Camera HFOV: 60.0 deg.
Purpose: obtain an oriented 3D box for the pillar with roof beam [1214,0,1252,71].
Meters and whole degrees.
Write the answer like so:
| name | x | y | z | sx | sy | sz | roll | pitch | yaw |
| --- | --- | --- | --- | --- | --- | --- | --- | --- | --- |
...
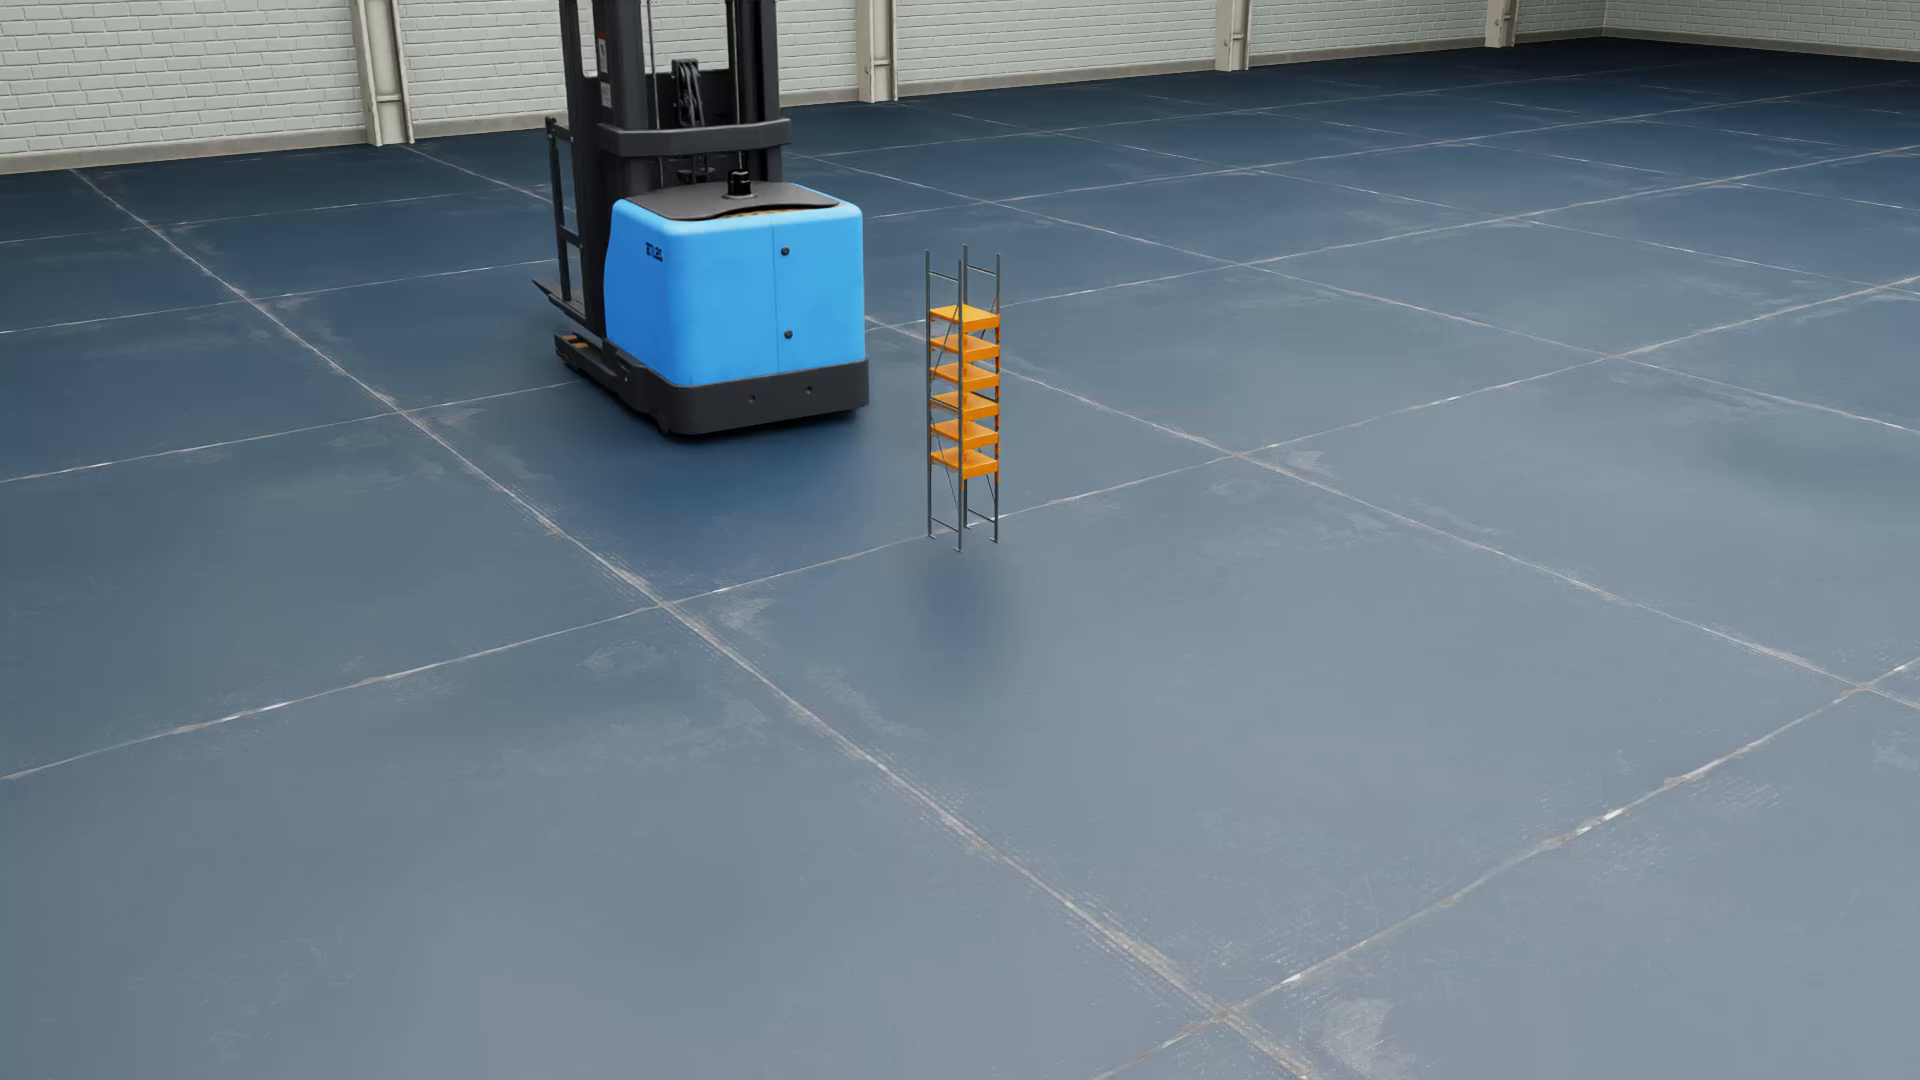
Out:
| name | x | y | z | sx | sy | sz | roll | pitch | yaw |
| --- | --- | --- | --- | --- | --- | --- | --- | --- | --- |
| pillar with roof beam | 6.374 | -9.589 | 18.785 | 0.400 | 9.000 | 9.100 | -15 | 26 | -33 |

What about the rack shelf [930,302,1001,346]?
| name | x | y | z | sx | sy | sz | roll | pitch | yaw |
| --- | --- | --- | --- | --- | --- | --- | --- | --- | --- |
| rack shelf | 0.012 | -0.853 | 6.565 | 0.180 | 0.103 | 0.258 | -15 | 26 | -33 |

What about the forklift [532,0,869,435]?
| name | x | y | z | sx | sy | sz | roll | pitch | yaw |
| --- | --- | --- | --- | --- | --- | --- | --- | --- | --- |
| forklift | -1.629 | -2.366 | 8.872 | 1.130 | 2.935 | 3.031 | -12 | 25 | -28 |

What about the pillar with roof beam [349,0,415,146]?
| name | x | y | z | sx | sy | sz | roll | pitch | yaw |
| --- | --- | --- | --- | --- | --- | --- | --- | --- | --- |
| pillar with roof beam | -3.367 | -6.992 | 12.276 | 0.400 | 9.000 | 9.100 | -15 | 26 | -33 |

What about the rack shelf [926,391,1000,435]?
| name | x | y | z | sx | sy | sz | roll | pitch | yaw |
| --- | --- | --- | --- | --- | --- | --- | --- | --- | --- |
| rack shelf | 0.012 | -0.519 | 6.698 | 0.180 | 0.103 | 0.258 | -15 | 26 | -33 |

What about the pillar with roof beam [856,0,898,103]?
| name | x | y | z | sx | sy | sz | roll | pitch | yaw |
| --- | --- | --- | --- | --- | --- | --- | --- | --- | --- |
| pillar with roof beam | 1.504 | -8.291 | 15.531 | 0.400 | 9.000 | 9.100 | -15 | 26 | -33 |

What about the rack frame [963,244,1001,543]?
| name | x | y | z | sx | sy | sz | roll | pitch | yaw |
| --- | --- | --- | --- | --- | --- | --- | --- | --- | --- |
| rack frame | 0.086 | -0.580 | 6.731 | 0.006 | 1.200 | 0.240 | -15 | 26 | -33 |

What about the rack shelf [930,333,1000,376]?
| name | x | y | z | sx | sy | sz | roll | pitch | yaw |
| --- | --- | --- | --- | --- | --- | --- | --- | --- | --- |
| rack shelf | 0.012 | -0.742 | 6.609 | 0.180 | 0.103 | 0.258 | -15 | 26 | -33 |

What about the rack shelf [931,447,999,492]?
| name | x | y | z | sx | sy | sz | roll | pitch | yaw |
| --- | --- | --- | --- | --- | --- | --- | --- | --- | --- |
| rack shelf | 0.012 | -0.296 | 6.787 | 0.180 | 0.103 | 0.258 | -15 | 26 | -33 |

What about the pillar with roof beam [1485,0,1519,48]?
| name | x | y | z | sx | sy | sz | roll | pitch | yaw |
| --- | --- | --- | --- | --- | --- | --- | --- | --- | --- |
| pillar with roof beam | 11.245 | -10.888 | 22.040 | 0.400 | 9.000 | 9.100 | -15 | 26 | -33 |

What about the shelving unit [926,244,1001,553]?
| name | x | y | z | sx | sy | sz | roll | pitch | yaw |
| --- | --- | --- | --- | --- | --- | --- | --- | --- | --- |
| shelving unit | 0.012 | -0.560 | 6.682 | 0.189 | 1.200 | 0.258 | -15 | 26 | -33 |

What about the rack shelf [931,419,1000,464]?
| name | x | y | z | sx | sy | sz | roll | pitch | yaw |
| --- | --- | --- | --- | --- | --- | --- | --- | --- | --- |
| rack shelf | 0.012 | -0.408 | 6.743 | 0.180 | 0.103 | 0.258 | -15 | 26 | -33 |

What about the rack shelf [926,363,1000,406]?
| name | x | y | z | sx | sy | sz | roll | pitch | yaw |
| --- | --- | --- | --- | --- | --- | --- | --- | --- | --- |
| rack shelf | 0.012 | -0.631 | 6.654 | 0.180 | 0.103 | 0.258 | -15 | 26 | -33 |

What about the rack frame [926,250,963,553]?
| name | x | y | z | sx | sy | sz | roll | pitch | yaw |
| --- | --- | --- | --- | --- | --- | --- | --- | --- | --- |
| rack frame | -0.063 | -0.541 | 6.632 | 0.006 | 1.200 | 0.240 | -15 | 26 | -33 |
